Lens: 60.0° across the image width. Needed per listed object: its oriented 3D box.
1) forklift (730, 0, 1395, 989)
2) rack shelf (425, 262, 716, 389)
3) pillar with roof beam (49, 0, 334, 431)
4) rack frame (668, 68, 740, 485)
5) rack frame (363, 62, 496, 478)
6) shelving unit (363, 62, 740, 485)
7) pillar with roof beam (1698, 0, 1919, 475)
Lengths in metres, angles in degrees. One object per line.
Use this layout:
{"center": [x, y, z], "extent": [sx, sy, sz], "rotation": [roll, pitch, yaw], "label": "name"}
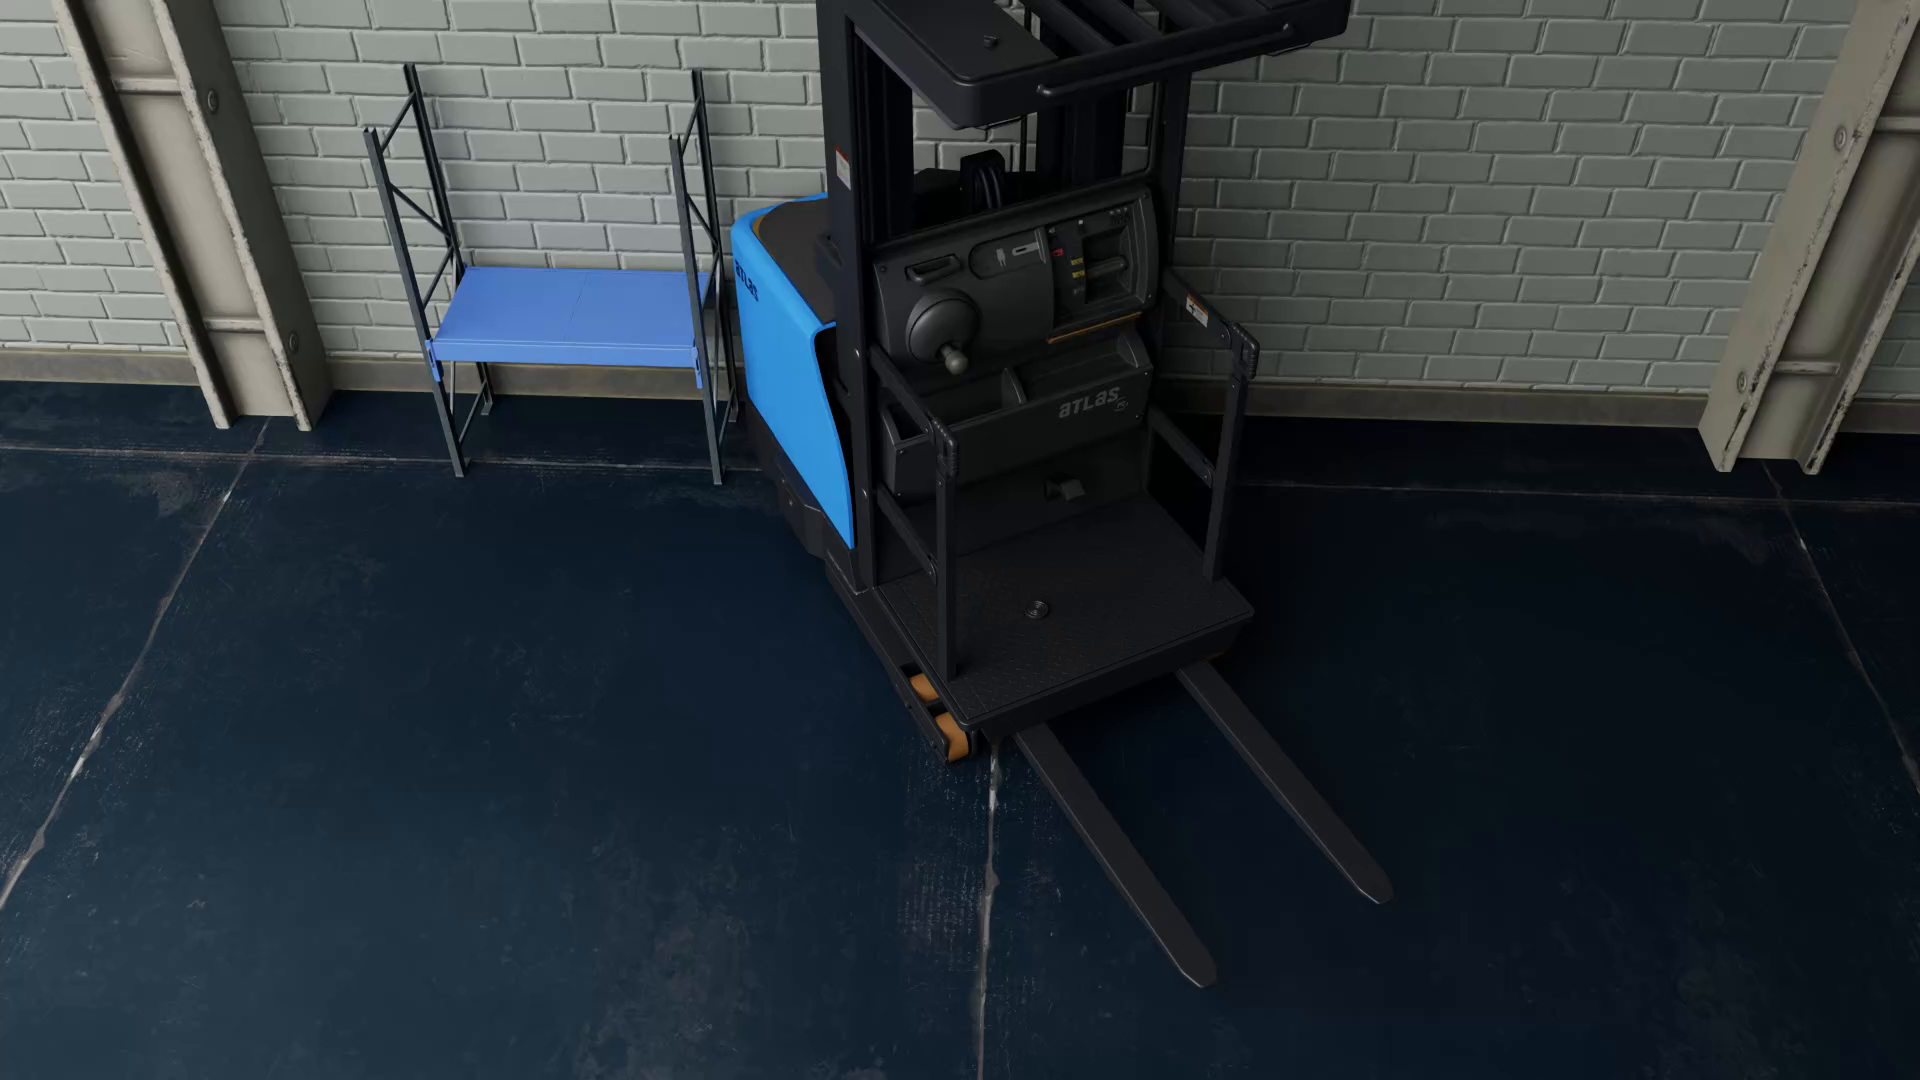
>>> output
{"center": [0.281, -0.694, 4.844], "extent": [1.130, 2.935, 3.031], "rotation": [-19, 46, -19], "label": "forklift"}
{"center": [-1.440, -0.817, 6.291], "extent": [1.000, 0.185, 0.538], "rotation": [2, 43, 2], "label": "rack shelf"}
{"center": [-3.004, -0.914, 0.629], "extent": [0.400, 9.000, 9.100], "rotation": [2, 43, 2], "label": "pillar with roof beam"}
{"center": [-0.932, -0.933, 6.151], "extent": [0.032, 1.500, 0.500], "rotation": [2, 43, 2], "label": "rack frame"}
{"center": [-1.947, -0.964, 6.185], "extent": [0.032, 1.500, 0.500], "rotation": [2, 43, 2], "label": "rack frame"}
{"center": [-1.440, -0.949, 6.168], "extent": [1.048, 1.500, 0.538], "rotation": [2, 43, 2], "label": "shelving unit"}
{"center": [2.990, -0.729, 0.431], "extent": [0.400, 9.000, 9.100], "rotation": [2, 43, 2], "label": "pillar with roof beam"}
